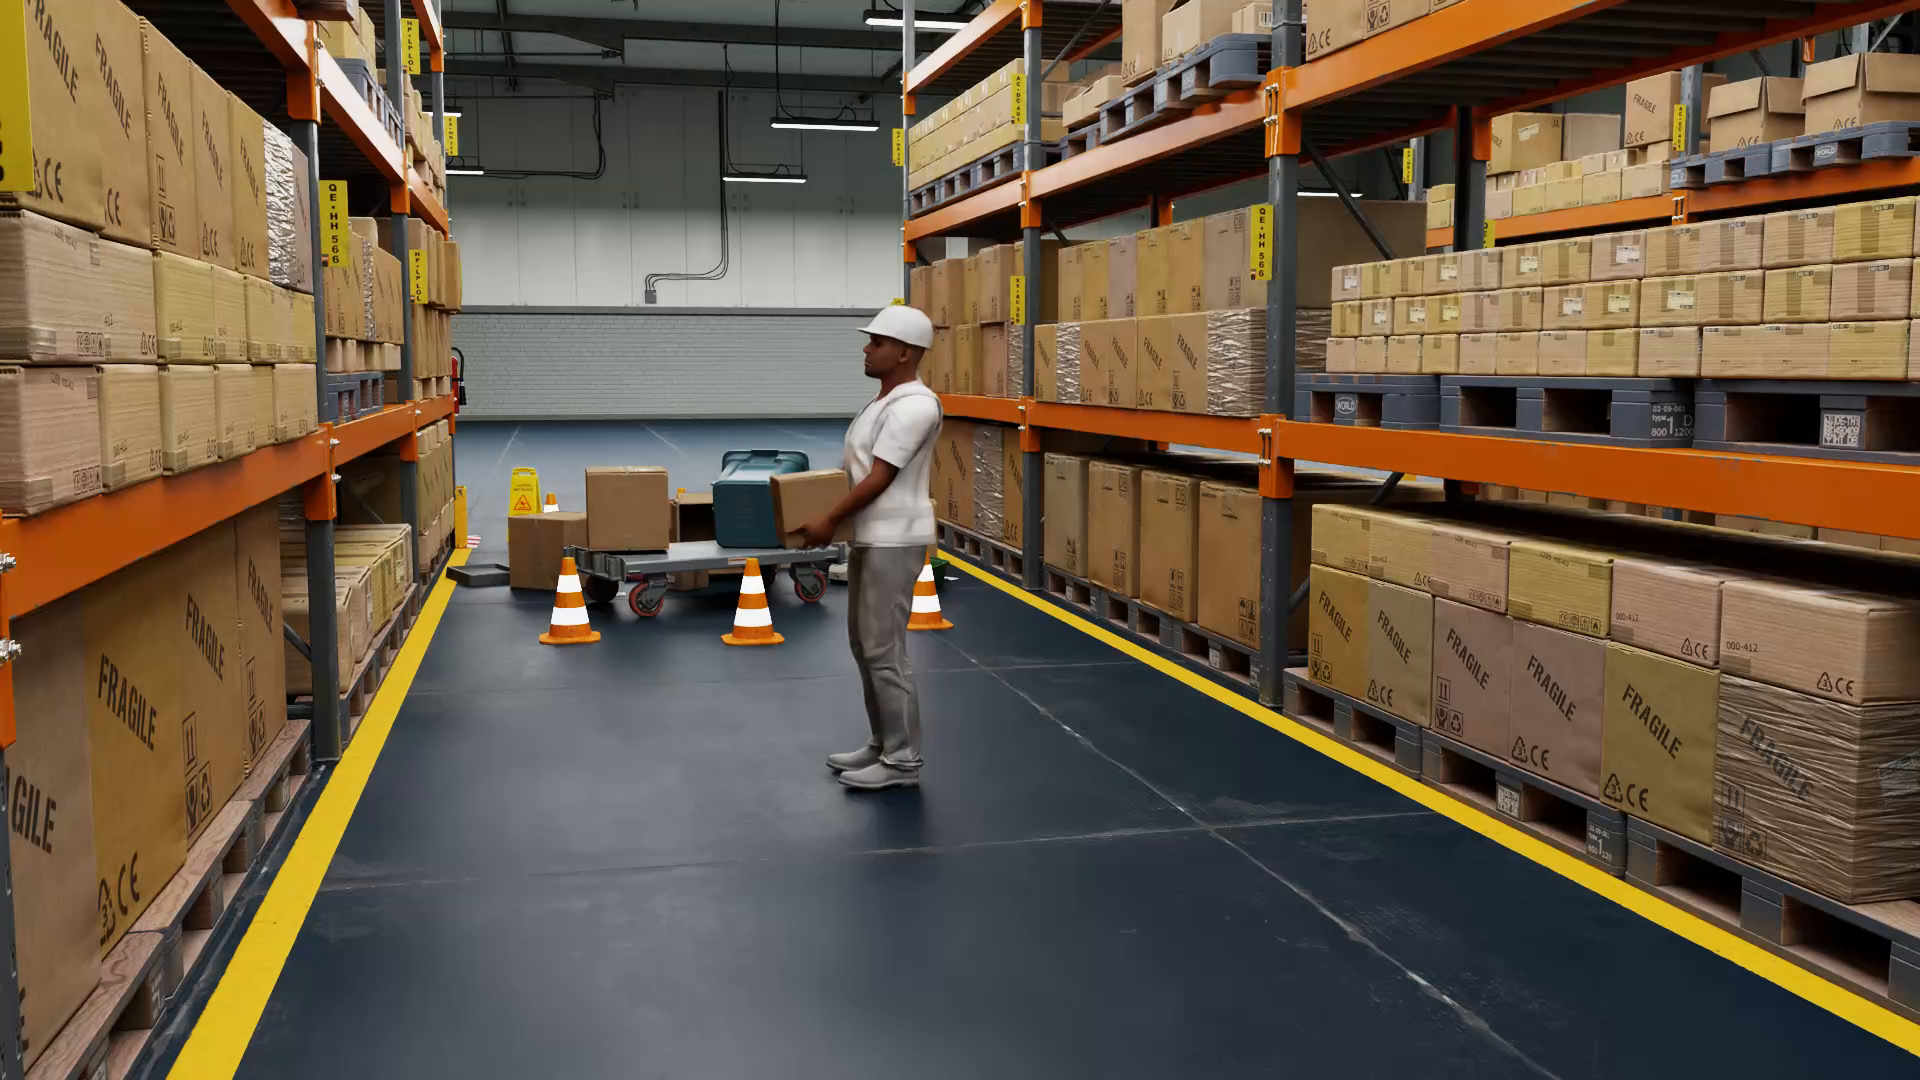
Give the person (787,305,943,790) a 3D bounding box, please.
[{"bbox_3d":[-0.369,0.023,6.137,0.579,1.765,0.502,-2,6,-14],"label":"person"}]
